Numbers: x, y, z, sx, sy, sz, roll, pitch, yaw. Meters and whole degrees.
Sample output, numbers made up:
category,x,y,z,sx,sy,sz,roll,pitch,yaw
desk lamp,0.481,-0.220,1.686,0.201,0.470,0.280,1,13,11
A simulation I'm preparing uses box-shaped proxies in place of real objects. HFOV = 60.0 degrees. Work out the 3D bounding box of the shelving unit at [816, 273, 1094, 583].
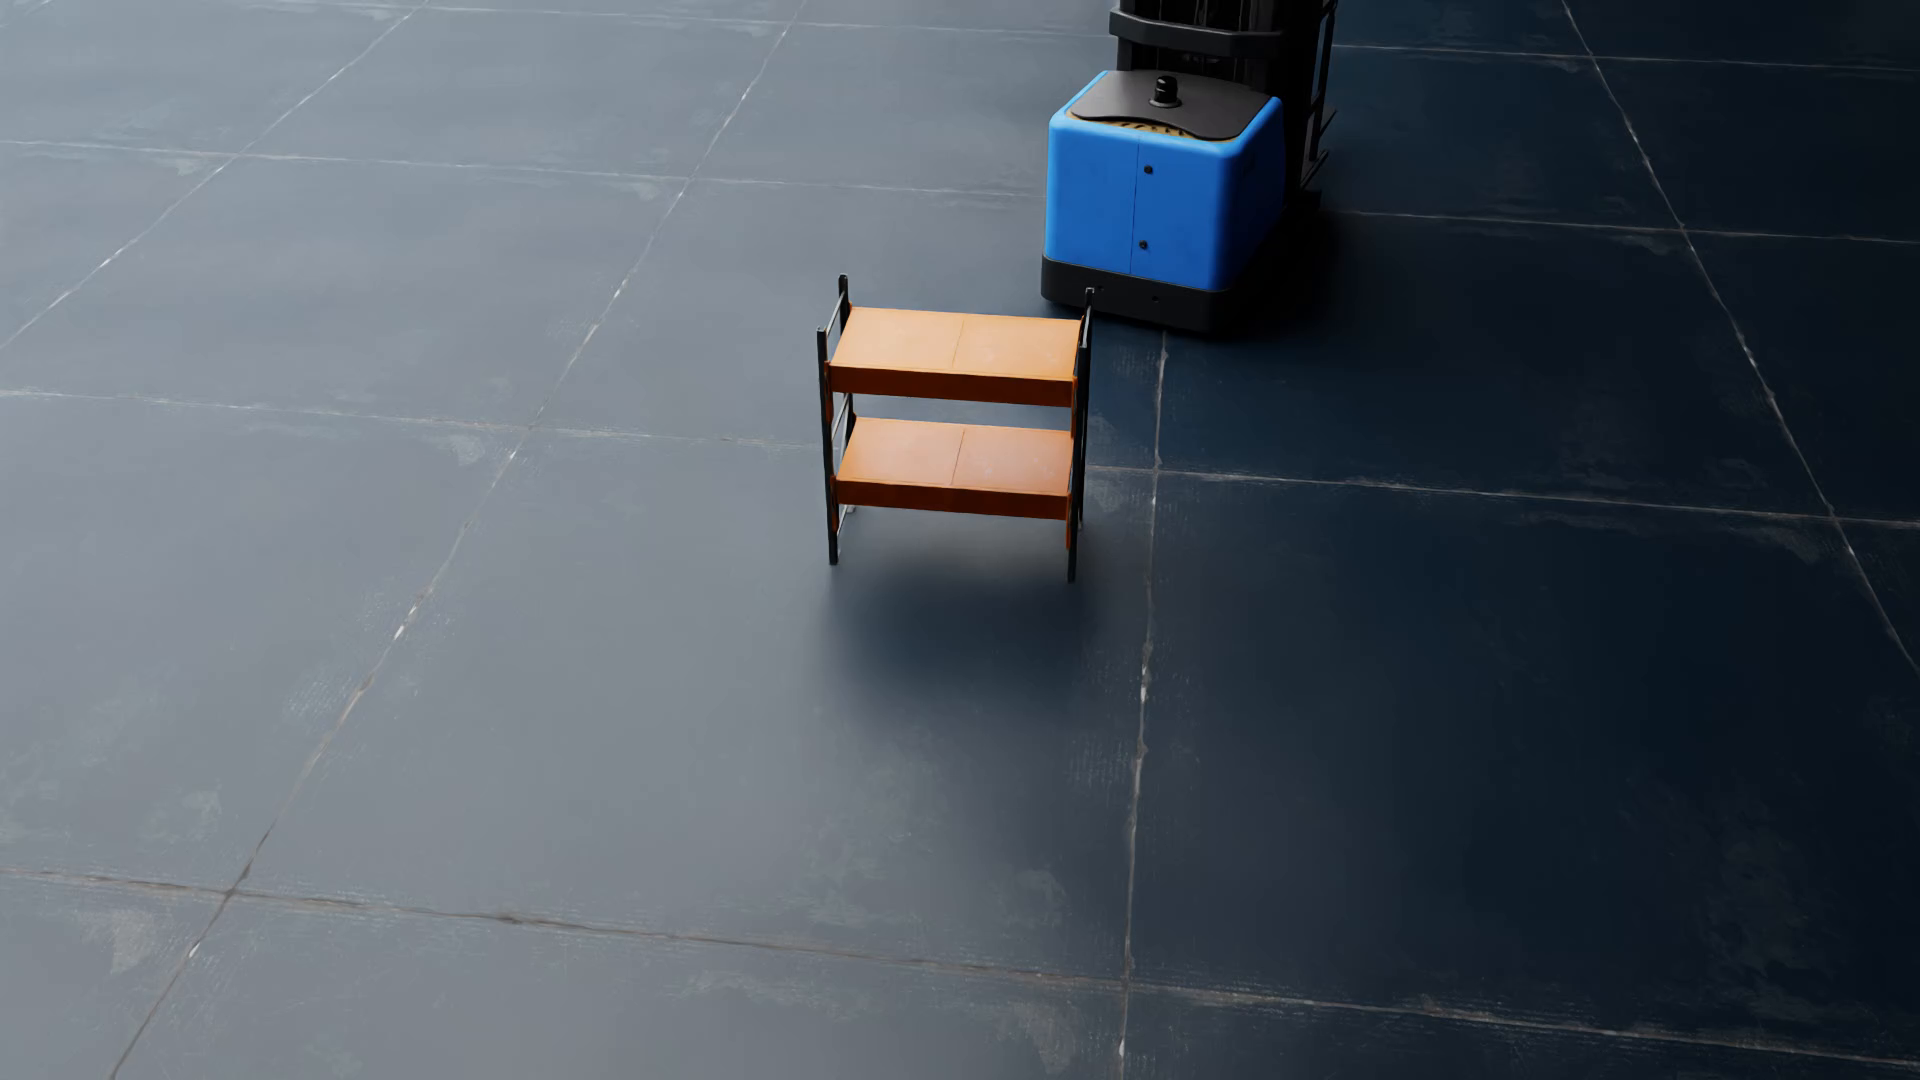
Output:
category,x,y,z,sx,sy,sz,roll,pitch,yaw
shelving unit,-0.007,-0.458,6.924,1.048,1.125,0.538,4,36,6

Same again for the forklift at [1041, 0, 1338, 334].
category,x,y,z,sx,sy,sz,roll,pitch,yaw
forklift,1.510,-3.111,9.086,1.130,2.935,3.031,15,38,20

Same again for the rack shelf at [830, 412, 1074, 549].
category,x,y,z,sx,sy,sz,roll,pitch,yaw
rack shelf,-0.007,-0.259,7.066,1.000,0.278,0.538,4,36,6

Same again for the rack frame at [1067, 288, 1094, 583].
category,x,y,z,sx,sy,sz,roll,pitch,yaw
rack frame,0.498,-0.421,6.871,0.032,1.125,0.500,4,36,6

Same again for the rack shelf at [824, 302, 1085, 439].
category,x,y,z,sx,sy,sz,roll,pitch,yaw
rack shelf,-0.007,-0.697,6.754,1.000,0.278,0.538,4,36,6

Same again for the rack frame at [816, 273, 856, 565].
category,x,y,z,sx,sy,sz,roll,pitch,yaw
rack frame,-0.511,-0.496,6.977,0.032,1.125,0.500,4,36,6
